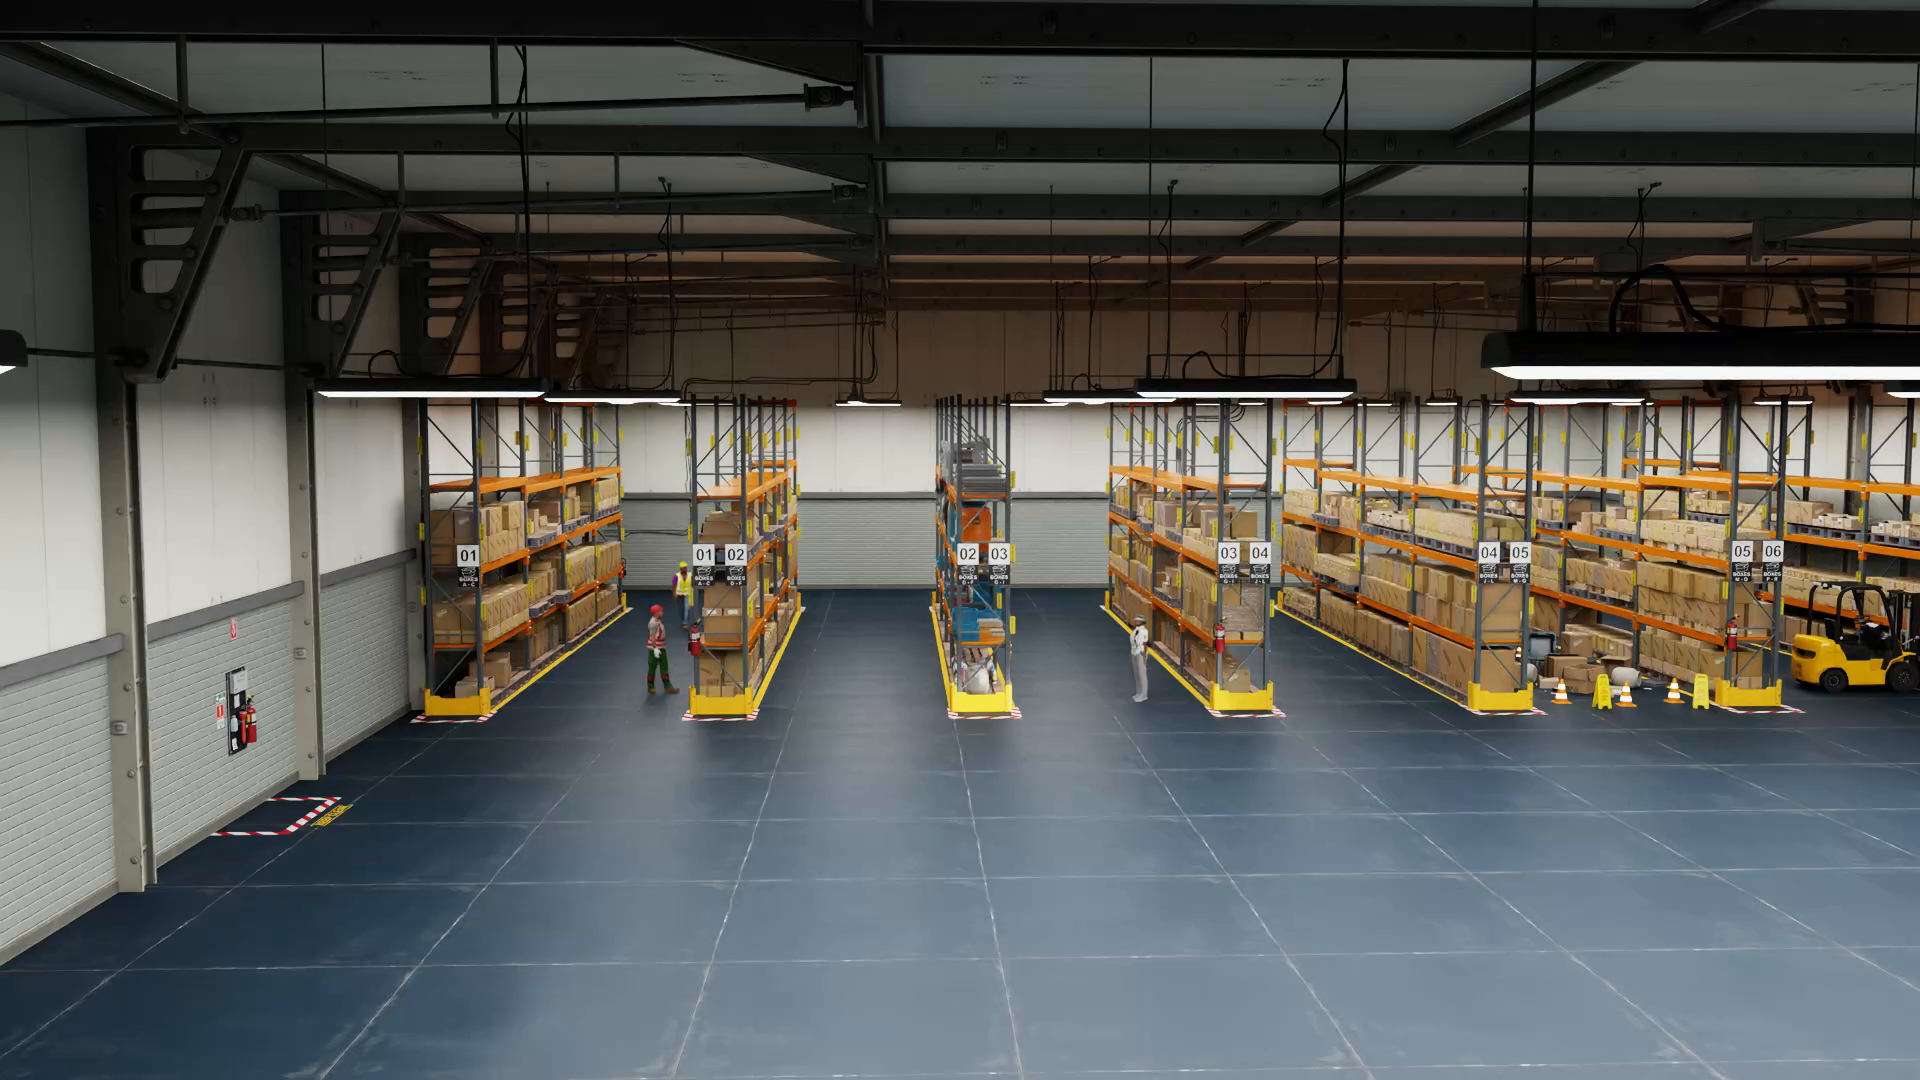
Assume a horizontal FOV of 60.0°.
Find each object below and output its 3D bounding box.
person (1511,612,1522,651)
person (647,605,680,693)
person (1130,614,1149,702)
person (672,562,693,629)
[{"bbox_3d":[13.115,1.863,39.301,0.371,1.606,0.438,4,6,38],"label":"person"},{"bbox_3d":[-6.037,2.195,33.545,0.582,1.782,0.589,2,5,20],"label":"person"},{"bbox_3d":[3.530,2.300,32.802,0.395,1.694,0.554,-2,5,-19],"label":"person"},{"bbox_3d":[-7.242,1.445,43.407,0.530,1.730,0.986,0,4,0],"label":"person"}]
